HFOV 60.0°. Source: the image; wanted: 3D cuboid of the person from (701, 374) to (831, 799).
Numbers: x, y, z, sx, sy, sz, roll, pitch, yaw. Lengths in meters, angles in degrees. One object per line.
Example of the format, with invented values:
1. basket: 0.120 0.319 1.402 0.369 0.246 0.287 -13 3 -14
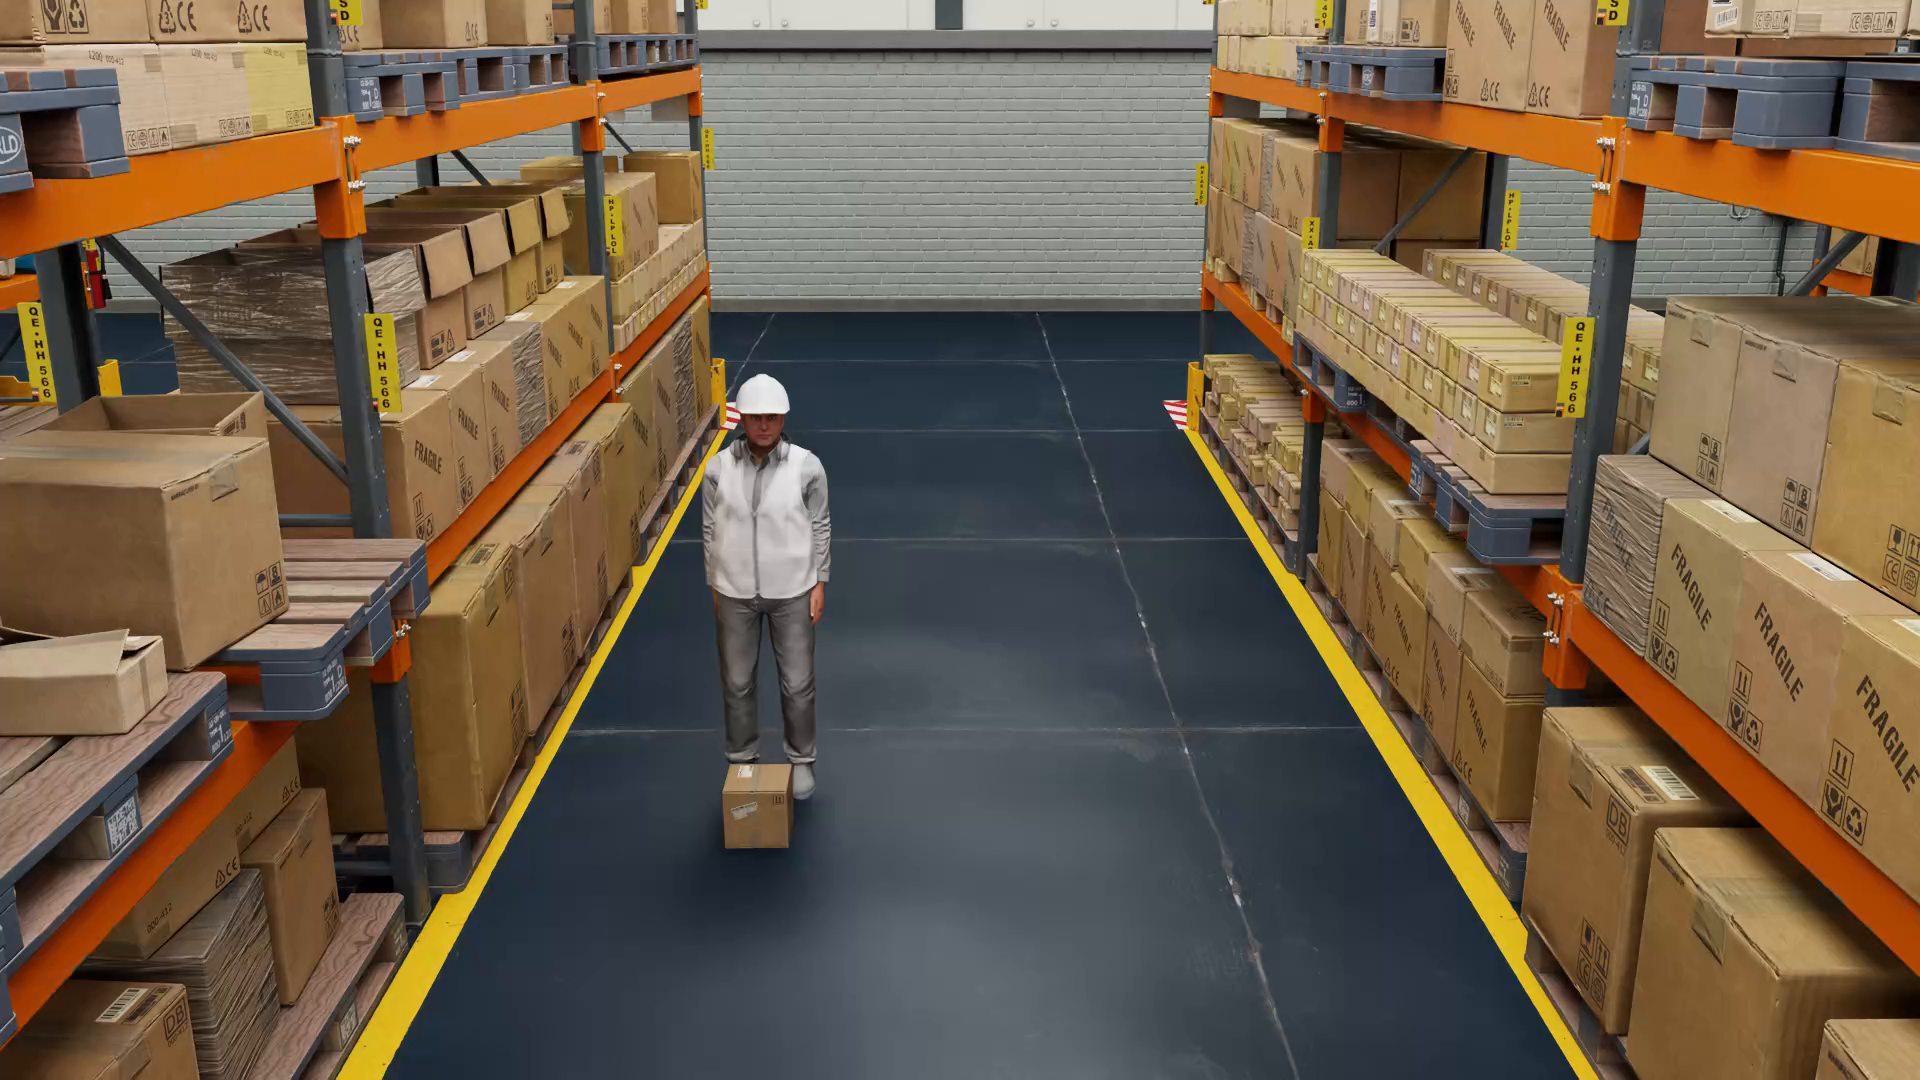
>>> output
1. person: -0.797 0.200 6.868 0.524 1.777 0.355 0 17 1
